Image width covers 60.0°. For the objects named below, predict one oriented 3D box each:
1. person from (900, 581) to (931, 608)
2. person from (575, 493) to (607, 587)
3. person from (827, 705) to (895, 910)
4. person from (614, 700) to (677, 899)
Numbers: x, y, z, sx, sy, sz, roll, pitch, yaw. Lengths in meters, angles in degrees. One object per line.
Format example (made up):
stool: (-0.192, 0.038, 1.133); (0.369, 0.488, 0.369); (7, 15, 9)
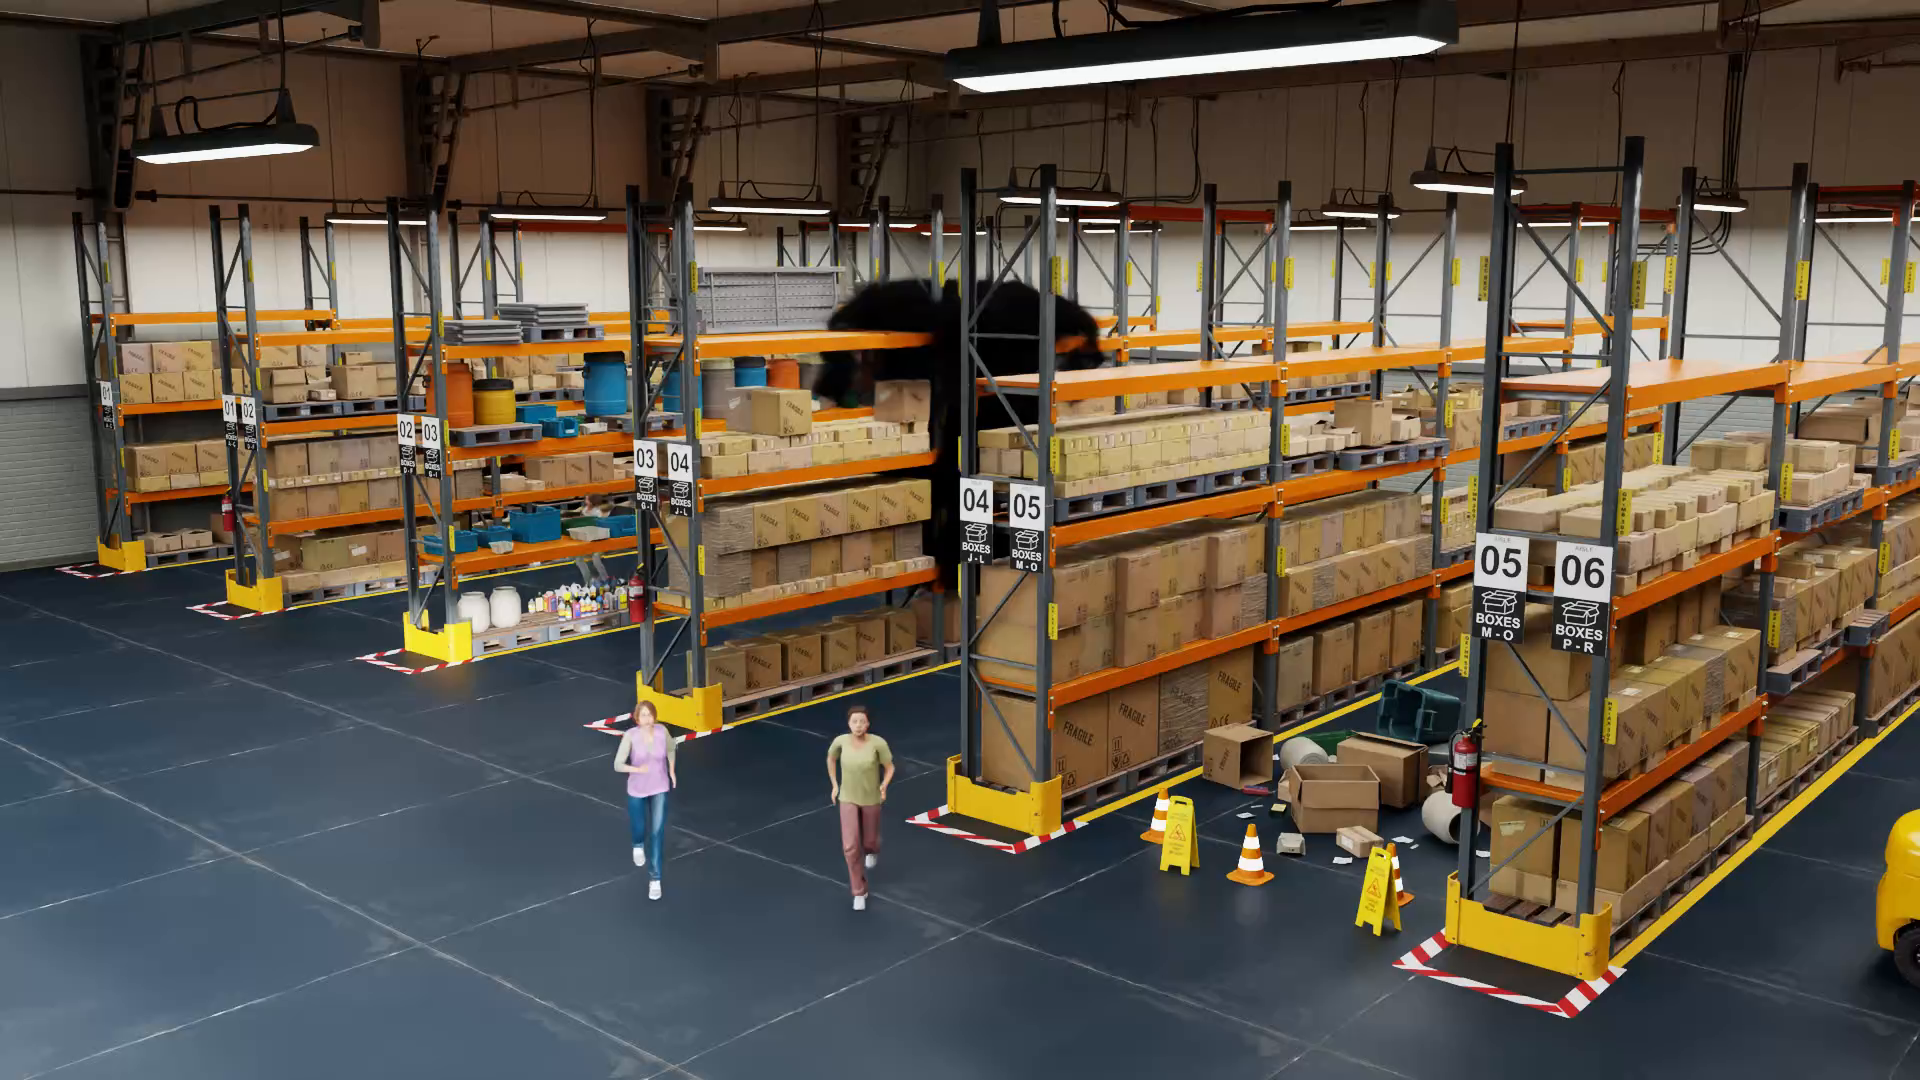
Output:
person: (-0.639, 0.083, 24.266); (0.737, 1.748, 0.581); (-9, 13, -44)
person: (-5.810, 0.053, 26.147); (0.506, 1.578, 0.662); (5, 11, 27)
person: (-0.813, 2.123, 13.657); (0.563, 1.641, 0.822); (0, 9, 1)
person: (-2.601, 2.099, 13.815); (0.537, 1.561, 0.881); (-3, 10, -17)
